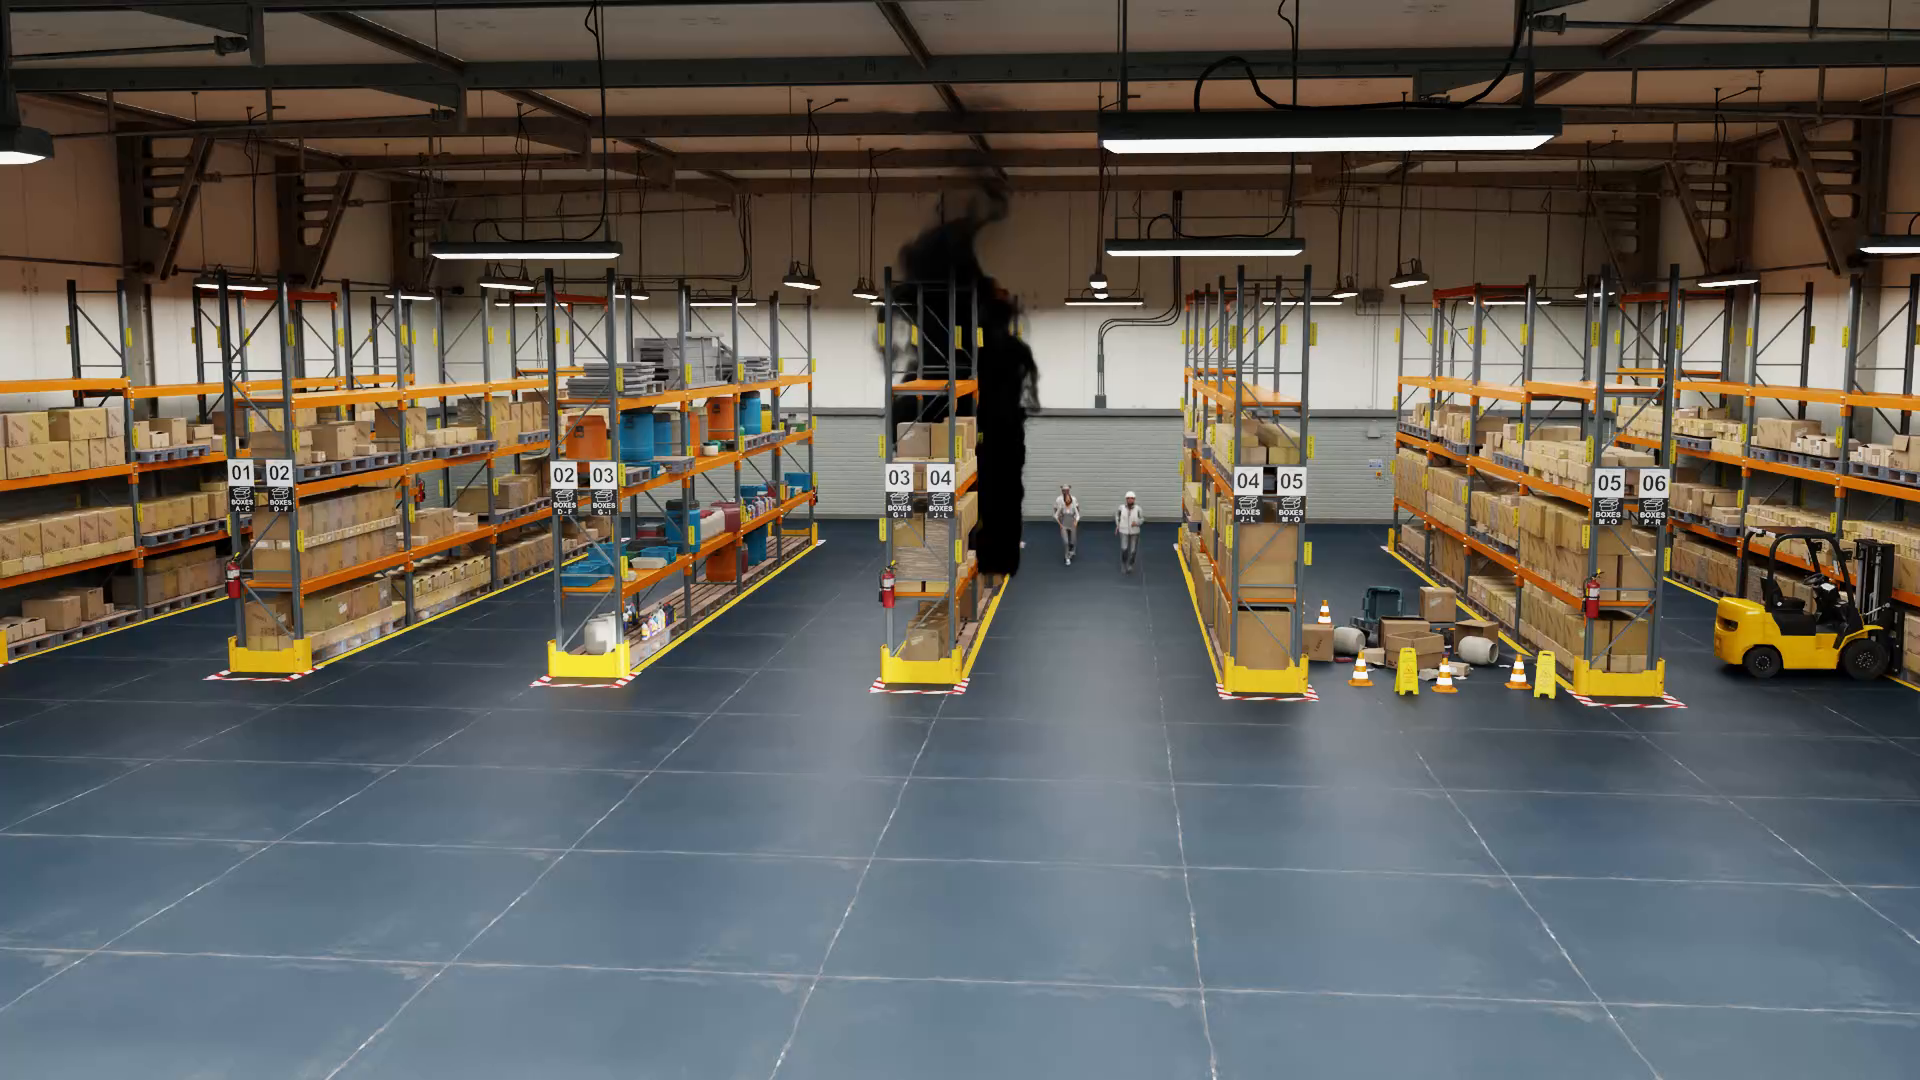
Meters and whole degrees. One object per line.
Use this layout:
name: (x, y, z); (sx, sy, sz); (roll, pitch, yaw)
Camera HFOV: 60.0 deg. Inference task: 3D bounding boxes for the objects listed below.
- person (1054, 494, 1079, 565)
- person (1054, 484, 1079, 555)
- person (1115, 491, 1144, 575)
person: (2.374, -0.256, 37.022); (0.559, 1.569, 0.578); (0, 7, -2)
person: (2.469, -0.474, 38.437); (0.591, 1.643, 0.528); (0, 7, 1)
person: (3.594, -0.147, 35.247); (0.624, 1.773, 0.775); (1, 7, 6)
